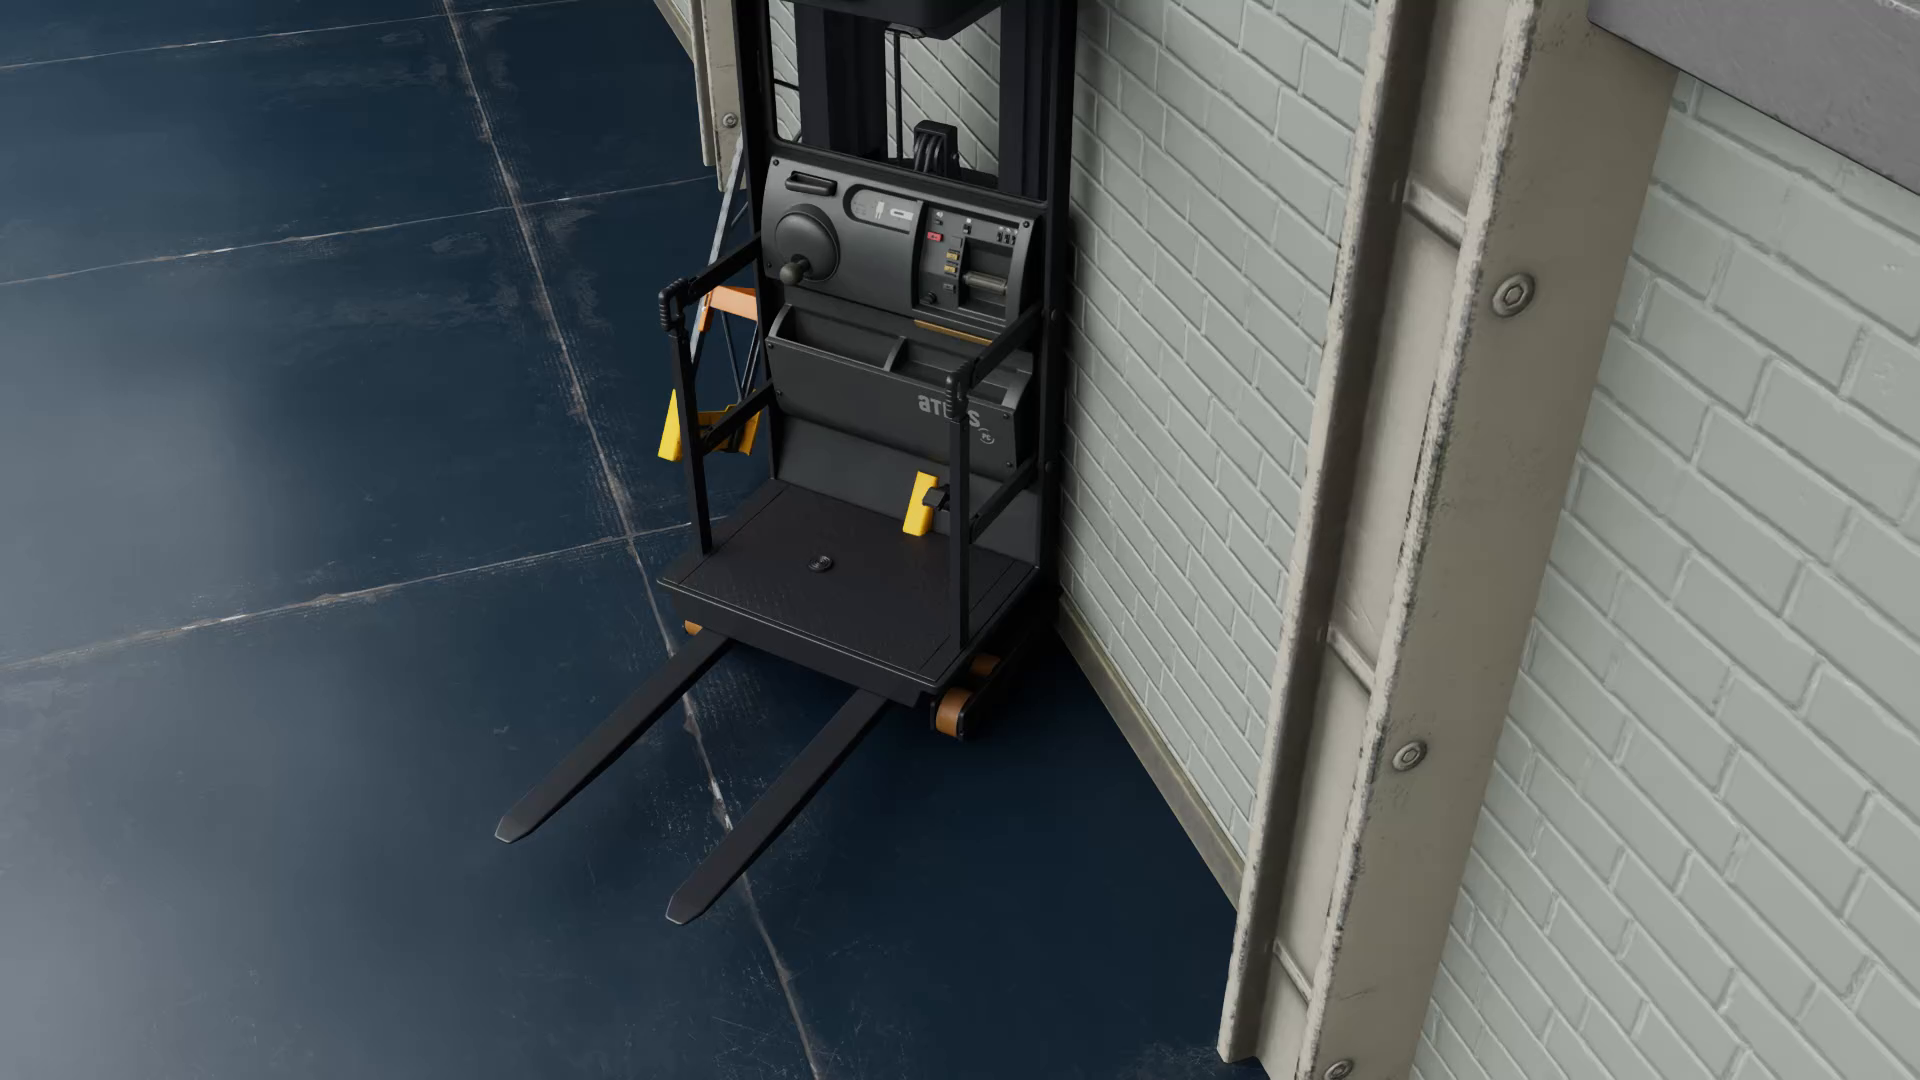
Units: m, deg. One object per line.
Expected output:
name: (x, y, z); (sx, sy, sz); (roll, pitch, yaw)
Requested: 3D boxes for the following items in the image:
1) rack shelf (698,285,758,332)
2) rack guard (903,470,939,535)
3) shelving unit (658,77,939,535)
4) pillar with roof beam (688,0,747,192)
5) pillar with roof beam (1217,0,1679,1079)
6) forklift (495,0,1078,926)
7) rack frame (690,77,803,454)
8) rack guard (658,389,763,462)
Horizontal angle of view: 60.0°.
rack shelf: (-0.374, -0.709, 6.012); (1.000, 0.185, 0.538); (19, 12, 19)
rack guard: (-0.036, -0.130, 5.932); (0.087, 0.250, 0.587); (19, 12, 19)
shelving unit: (-0.320, -0.876, 5.974); (1.083, 1.500, 0.587); (19, 12, 19)
pillar with roof beam: (-5.210, -4.657, 4.953); (9.100, 9.000, 0.400); (-12, 39, -16)
pillar with roof beam: (-3.145, -1.267, 0.453); (9.100, 9.000, 0.400); (-12, 39, -16)
forklift: (-0.304, -0.843, 4.933); (1.130, 2.935, 3.031); (19, 41, 23)
rack frame: (-0.782, -1.036, 6.144); (0.032, 1.500, 0.500); (19, 12, 19)
rack guard: (-0.925, -0.438, 6.258); (0.087, 0.250, 0.587); (19, 12, 19)
